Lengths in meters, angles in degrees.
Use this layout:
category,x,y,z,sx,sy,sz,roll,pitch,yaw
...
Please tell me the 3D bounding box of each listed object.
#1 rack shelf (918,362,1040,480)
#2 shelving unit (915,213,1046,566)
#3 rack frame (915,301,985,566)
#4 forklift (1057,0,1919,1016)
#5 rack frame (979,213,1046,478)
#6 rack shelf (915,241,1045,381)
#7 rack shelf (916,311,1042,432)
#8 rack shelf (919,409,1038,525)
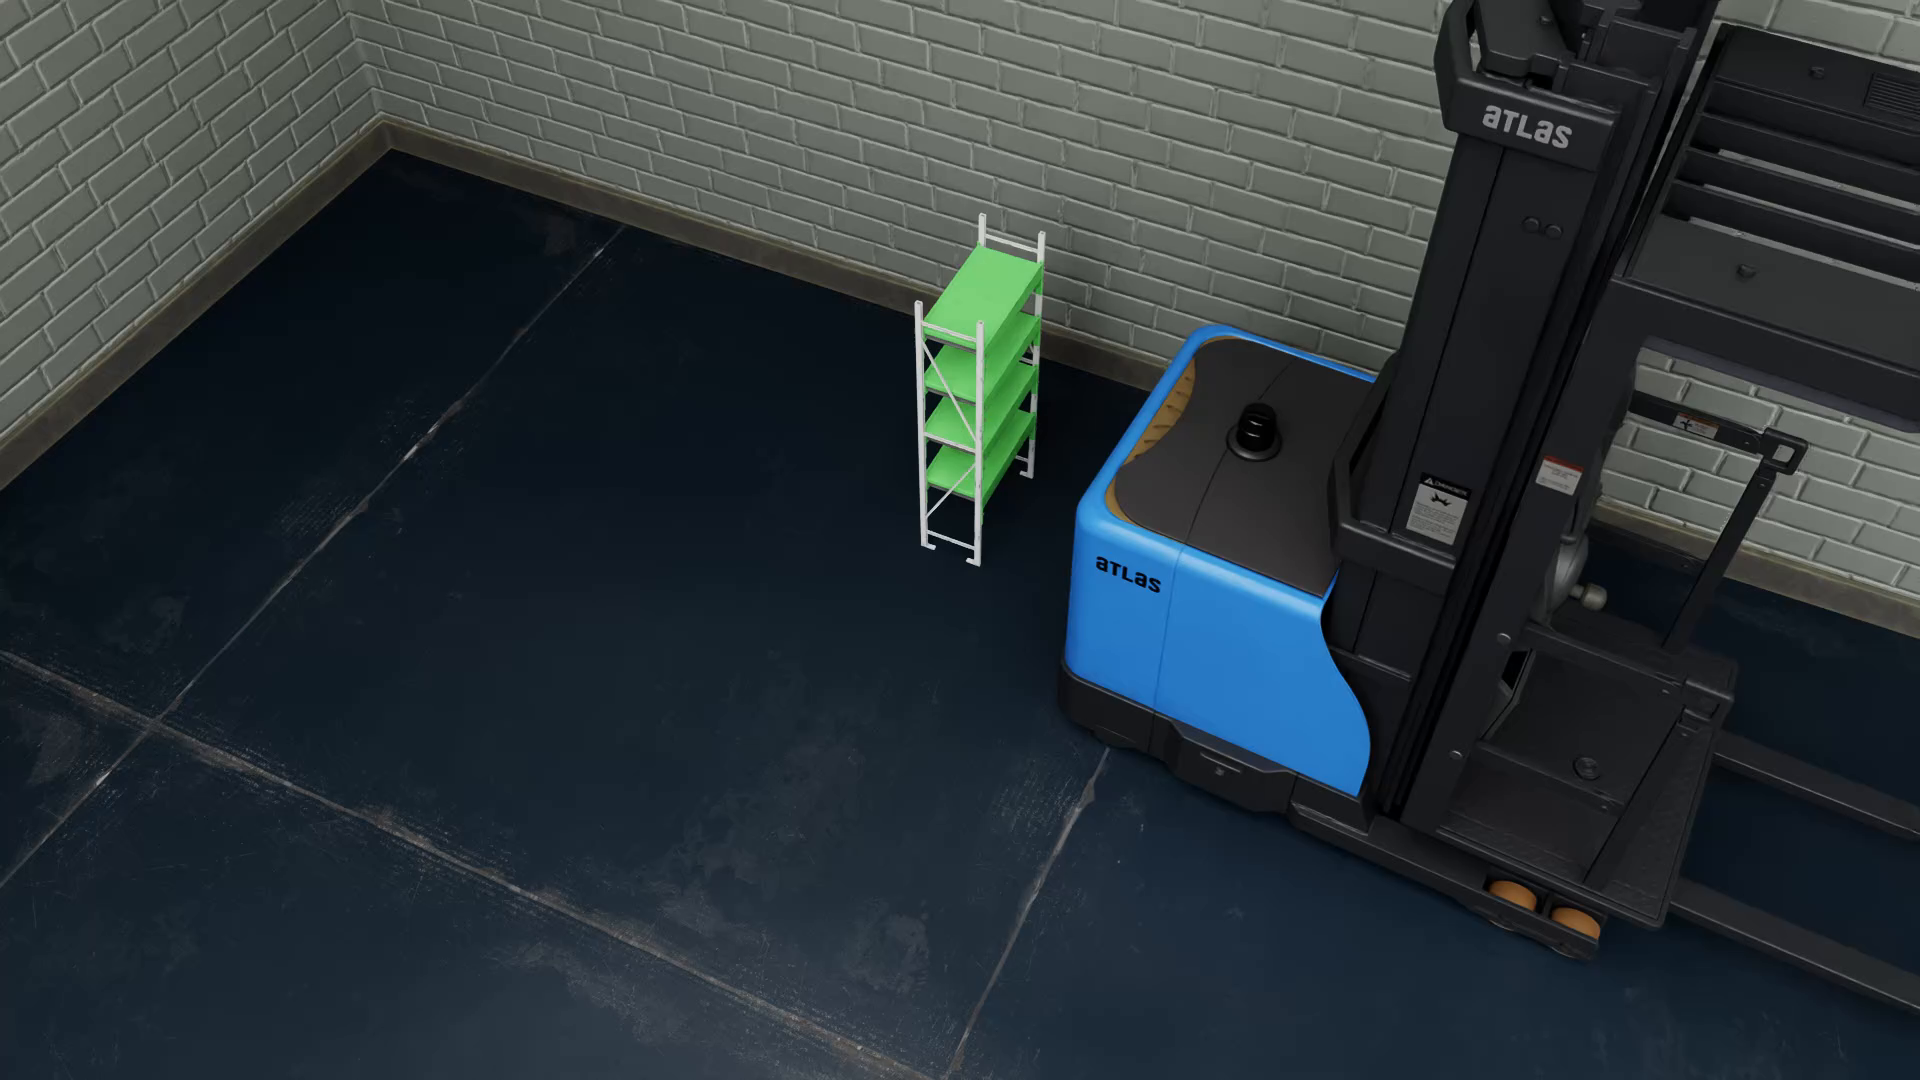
category,x,y,z,sx,sy,sz,roll,pitch,yaw
rack shelf,0.071,-0.461,5.939,0.258,0.148,0.480,20,52,16
shelving unit,0.071,-0.503,5.890,0.258,1.200,0.503,20,52,16
rack frame,-0.034,-0.335,5.747,0.240,1.200,0.015,20,52,16
forklift,1.875,-0.127,4.433,3.031,2.935,1.130,22,53,18
rack frame,0.175,-0.671,6.033,0.240,1.200,0.015,20,52,16
rack shelf,0.071,-0.772,5.573,0.258,0.148,0.480,20,52,16
rack shelf,0.071,-0.617,5.756,0.258,0.148,0.480,20,52,16
rack shelf,0.071,-0.306,6.121,0.258,0.148,0.480,20,52,16
